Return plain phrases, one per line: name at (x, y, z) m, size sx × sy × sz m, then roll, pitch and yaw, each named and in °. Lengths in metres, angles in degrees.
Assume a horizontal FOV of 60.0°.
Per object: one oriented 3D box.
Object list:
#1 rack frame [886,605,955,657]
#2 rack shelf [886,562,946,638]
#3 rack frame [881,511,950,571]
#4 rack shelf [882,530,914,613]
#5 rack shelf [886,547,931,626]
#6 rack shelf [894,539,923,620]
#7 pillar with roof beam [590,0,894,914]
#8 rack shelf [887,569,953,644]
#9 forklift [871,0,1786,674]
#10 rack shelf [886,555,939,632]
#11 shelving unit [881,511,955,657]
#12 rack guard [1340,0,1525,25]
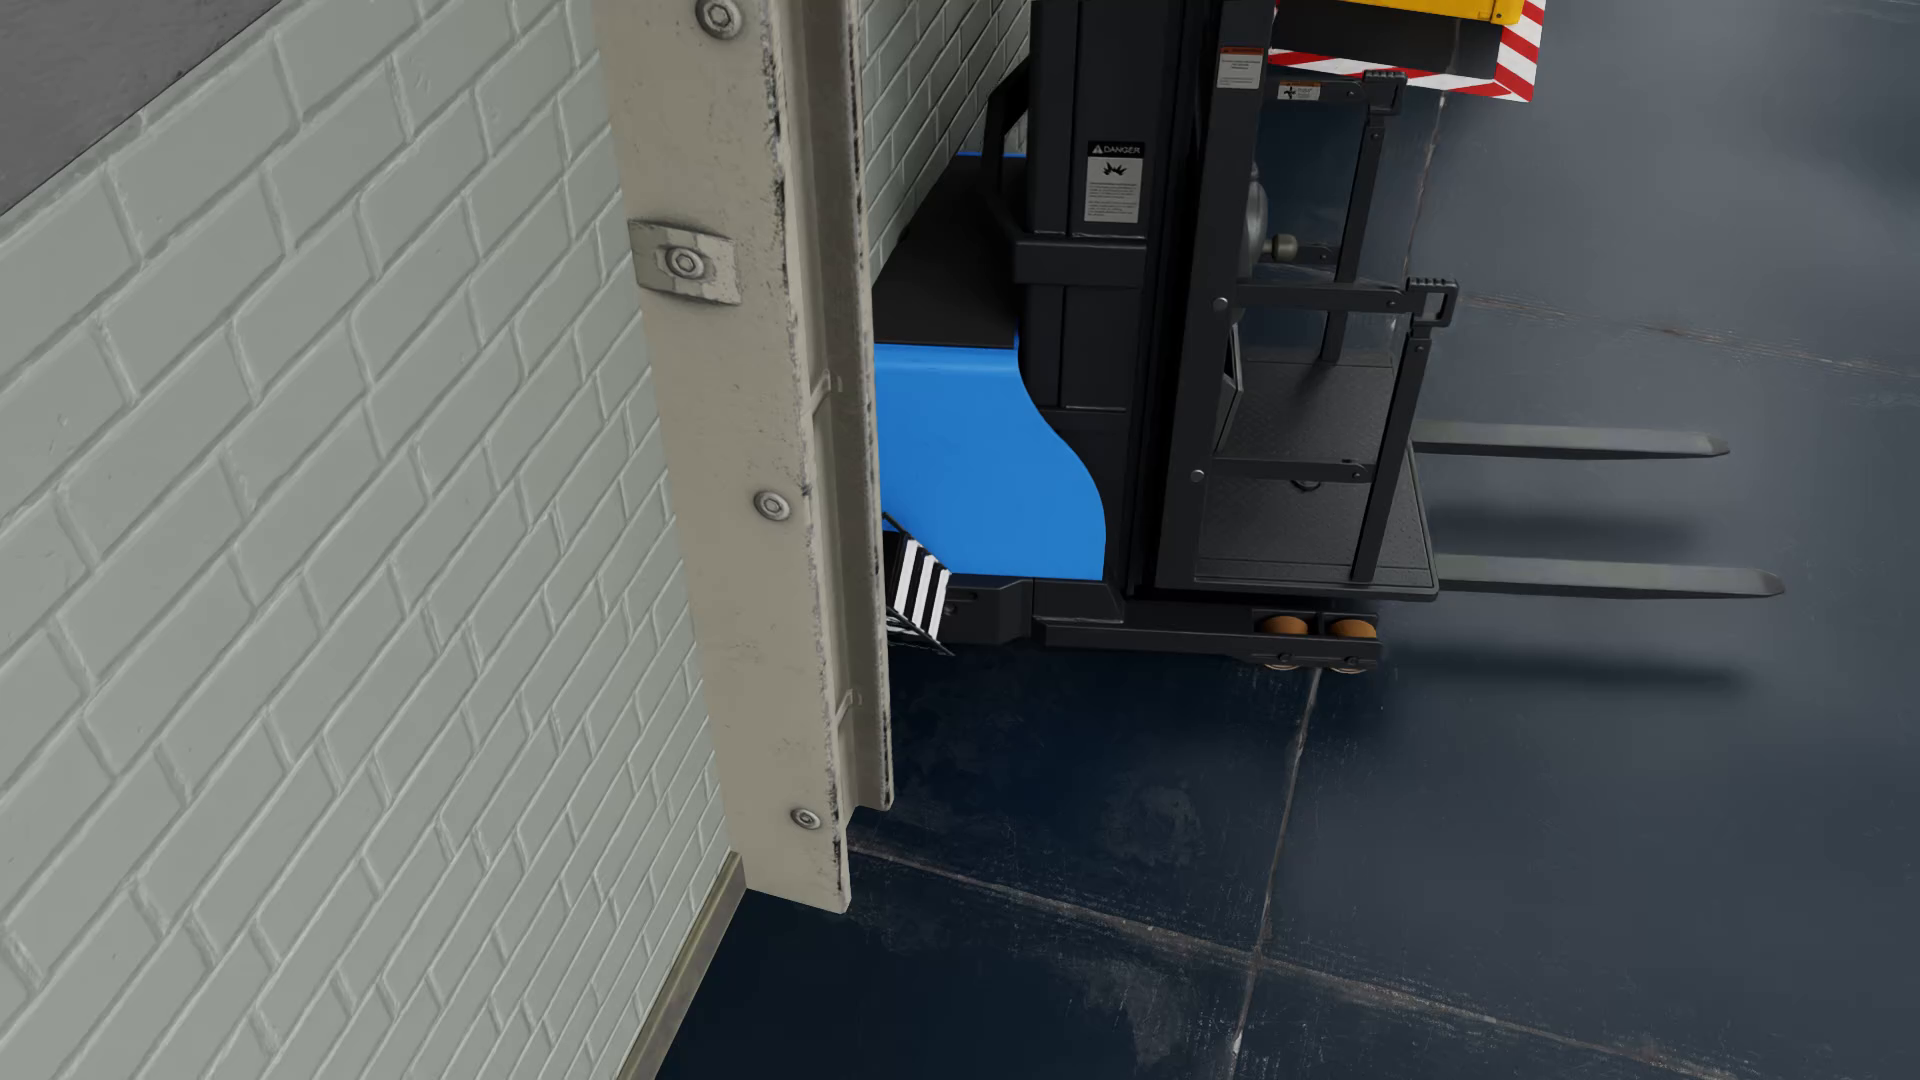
rack frame at (-0.231, 0.218, 4.482) m, size 0.240 × 0.900 × 0.006 m, roll 9°, pitch 79°, yaw 15°
rack shelf at (-0.183, 0.149, 4.618) m, size 0.258 × 0.077 × 0.200 m, roll 9°, pitch 79°, yaw 15°
rack frame at (-0.191, 0.022, 4.520) m, size 0.240 × 0.900 × 0.006 m, roll 9°, pitch 79°, yaw 15°
rack shelf at (-0.264, 0.065, 4.277) m, size 0.258 × 0.077 × 0.200 m, roll 9°, pitch 79°, yaw 15°
rack shelf at (-0.224, 0.107, 4.447) m, size 0.258 × 0.077 × 0.200 m, roll 9°, pitch 79°, yaw 15°
rack shelf at (-0.244, 0.086, 4.362) m, size 0.258 × 0.077 × 0.200 m, roll 9°, pitch 79°, yaw 15°
pillar with roof beam at (3.719, -1.508, 0.357) m, size 9.100 × 9.000 × 0.400 m, roll 13°, pitch 46°, yaw 13°
rack shelf at (-0.163, 0.170, 4.703) m, size 0.258 × 0.077 × 0.200 m, roll 9°, pitch 79°, yaw 15°
forklift at (0.888, -1.046, 4.223) m, size 3.031 × 2.935 × 1.130 m, roll 3°, pitch 44°, yaw 3°
rack shelf at (-0.204, 0.128, 4.532) m, size 0.258 × 0.077 × 0.200 m, roll 9°, pitch 79°, yaw 15°
shelving unit at (-0.211, 0.120, 4.501) m, size 0.258 × 0.900 × 0.210 m, roll 9°, pitch 79°, yaw 15°
rack guard at (2.069, -2.783, 7.736) m, size 1.175 × 0.500 × 0.348 m, roll 13°, pitch 46°, yaw 13°
